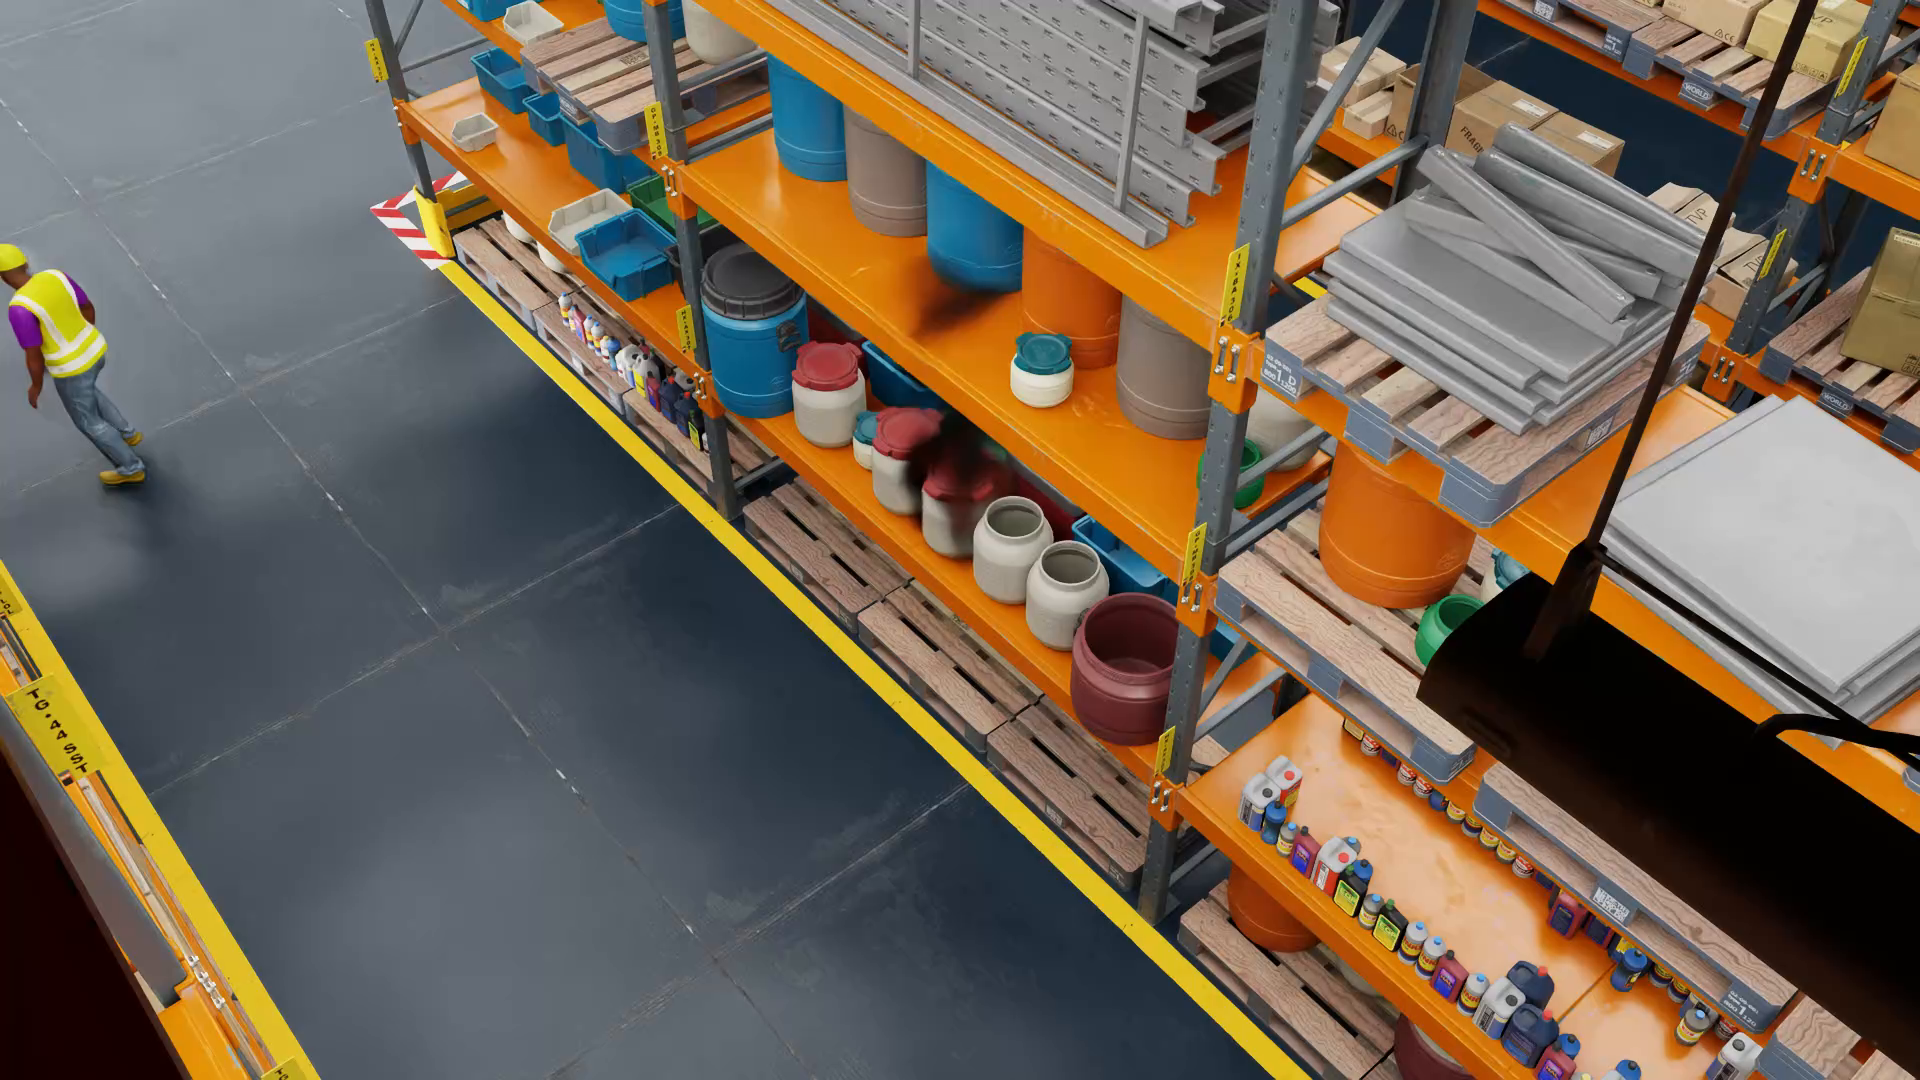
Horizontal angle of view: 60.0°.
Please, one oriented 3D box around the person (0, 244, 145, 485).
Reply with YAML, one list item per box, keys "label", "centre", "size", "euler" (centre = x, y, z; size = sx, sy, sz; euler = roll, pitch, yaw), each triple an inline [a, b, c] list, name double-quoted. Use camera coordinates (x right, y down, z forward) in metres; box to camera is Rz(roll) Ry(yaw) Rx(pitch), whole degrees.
- label: "person"
  centre: [-5.854, -1.166, 10.930]
  size: [0.637, 1.692, 0.716]
  euler: [5, 47, 5]
